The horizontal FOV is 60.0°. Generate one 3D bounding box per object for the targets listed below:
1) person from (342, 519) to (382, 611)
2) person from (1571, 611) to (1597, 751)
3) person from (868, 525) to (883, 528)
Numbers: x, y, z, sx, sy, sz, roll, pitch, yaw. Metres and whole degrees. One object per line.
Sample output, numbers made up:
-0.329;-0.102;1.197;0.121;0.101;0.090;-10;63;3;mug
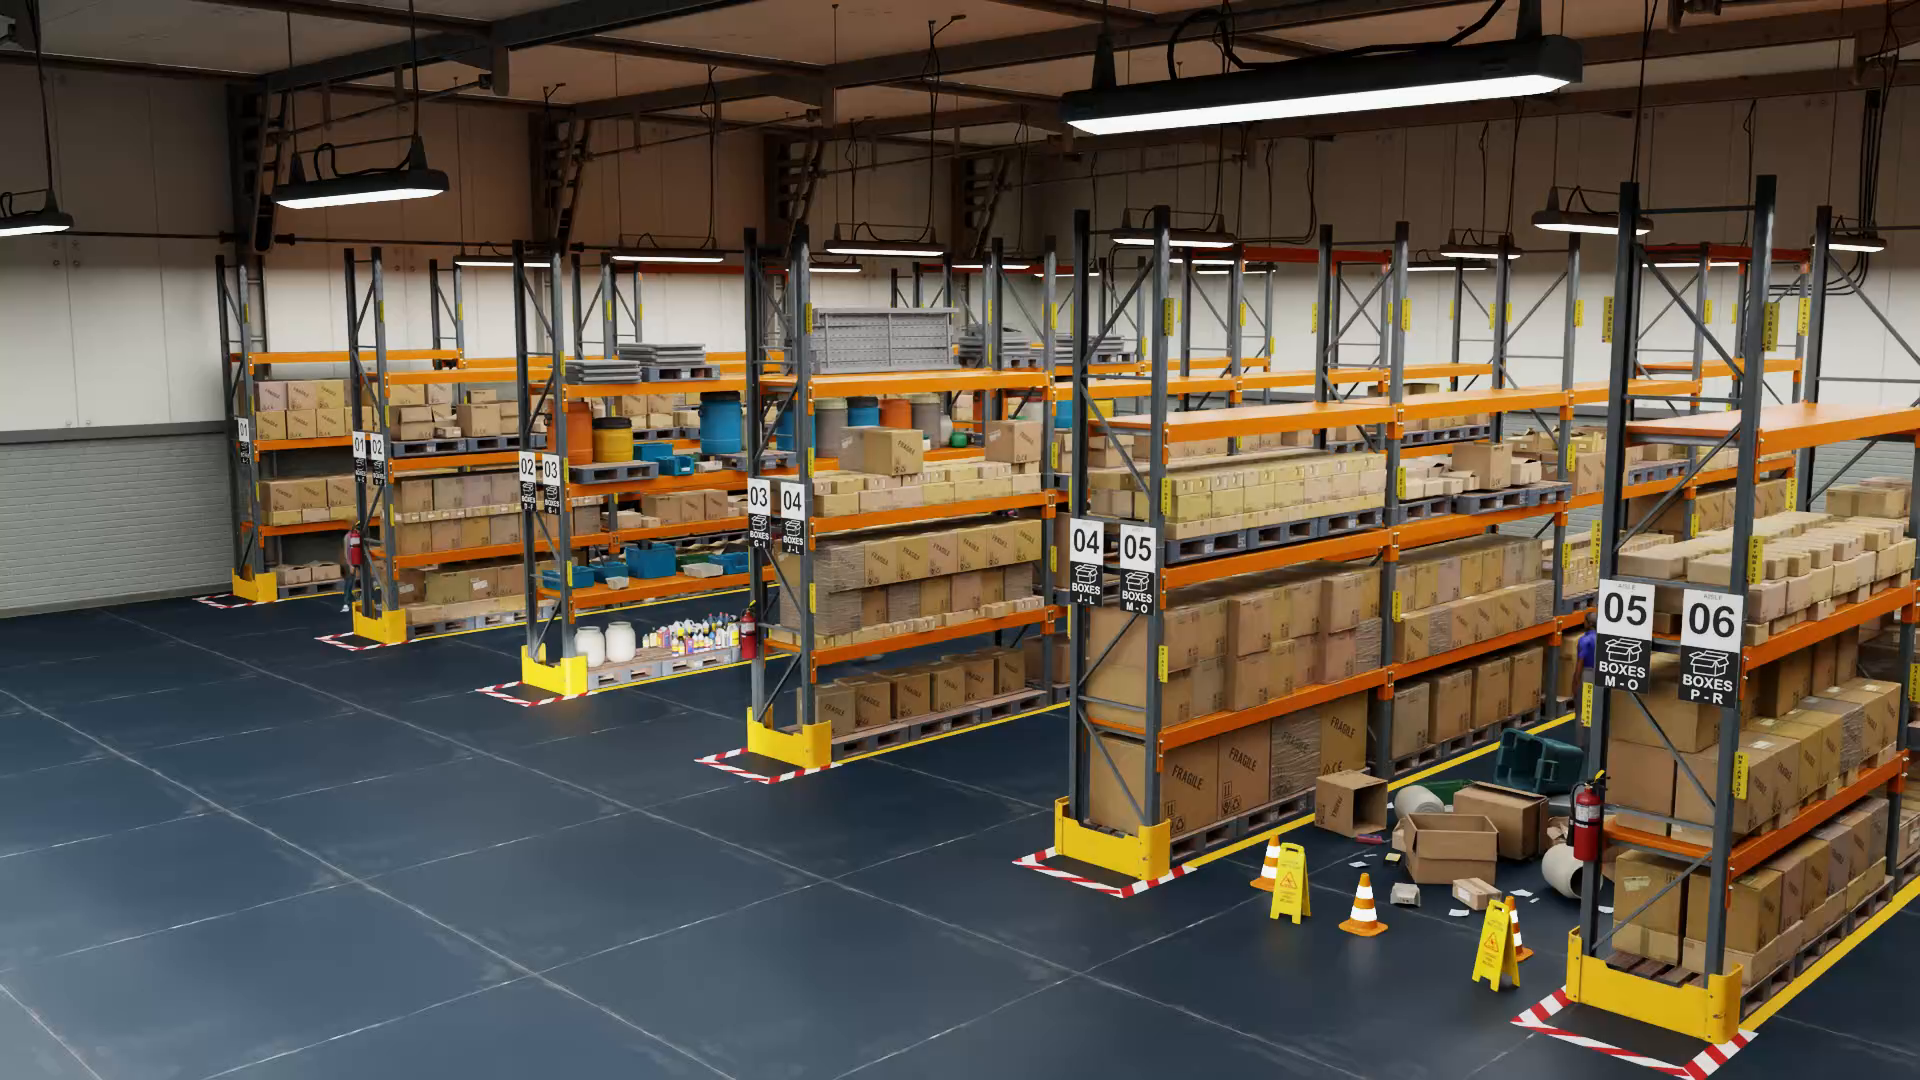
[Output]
-10.145;0.419;28.095;0.598;1.589;0.604;7;11;40;person
7.309;1.628;19.305;0.470;1.651;0.541;0;8;2;person
-1.260;0.625;24.094;0.421;1.853;0.521;-1;8;-9;person
